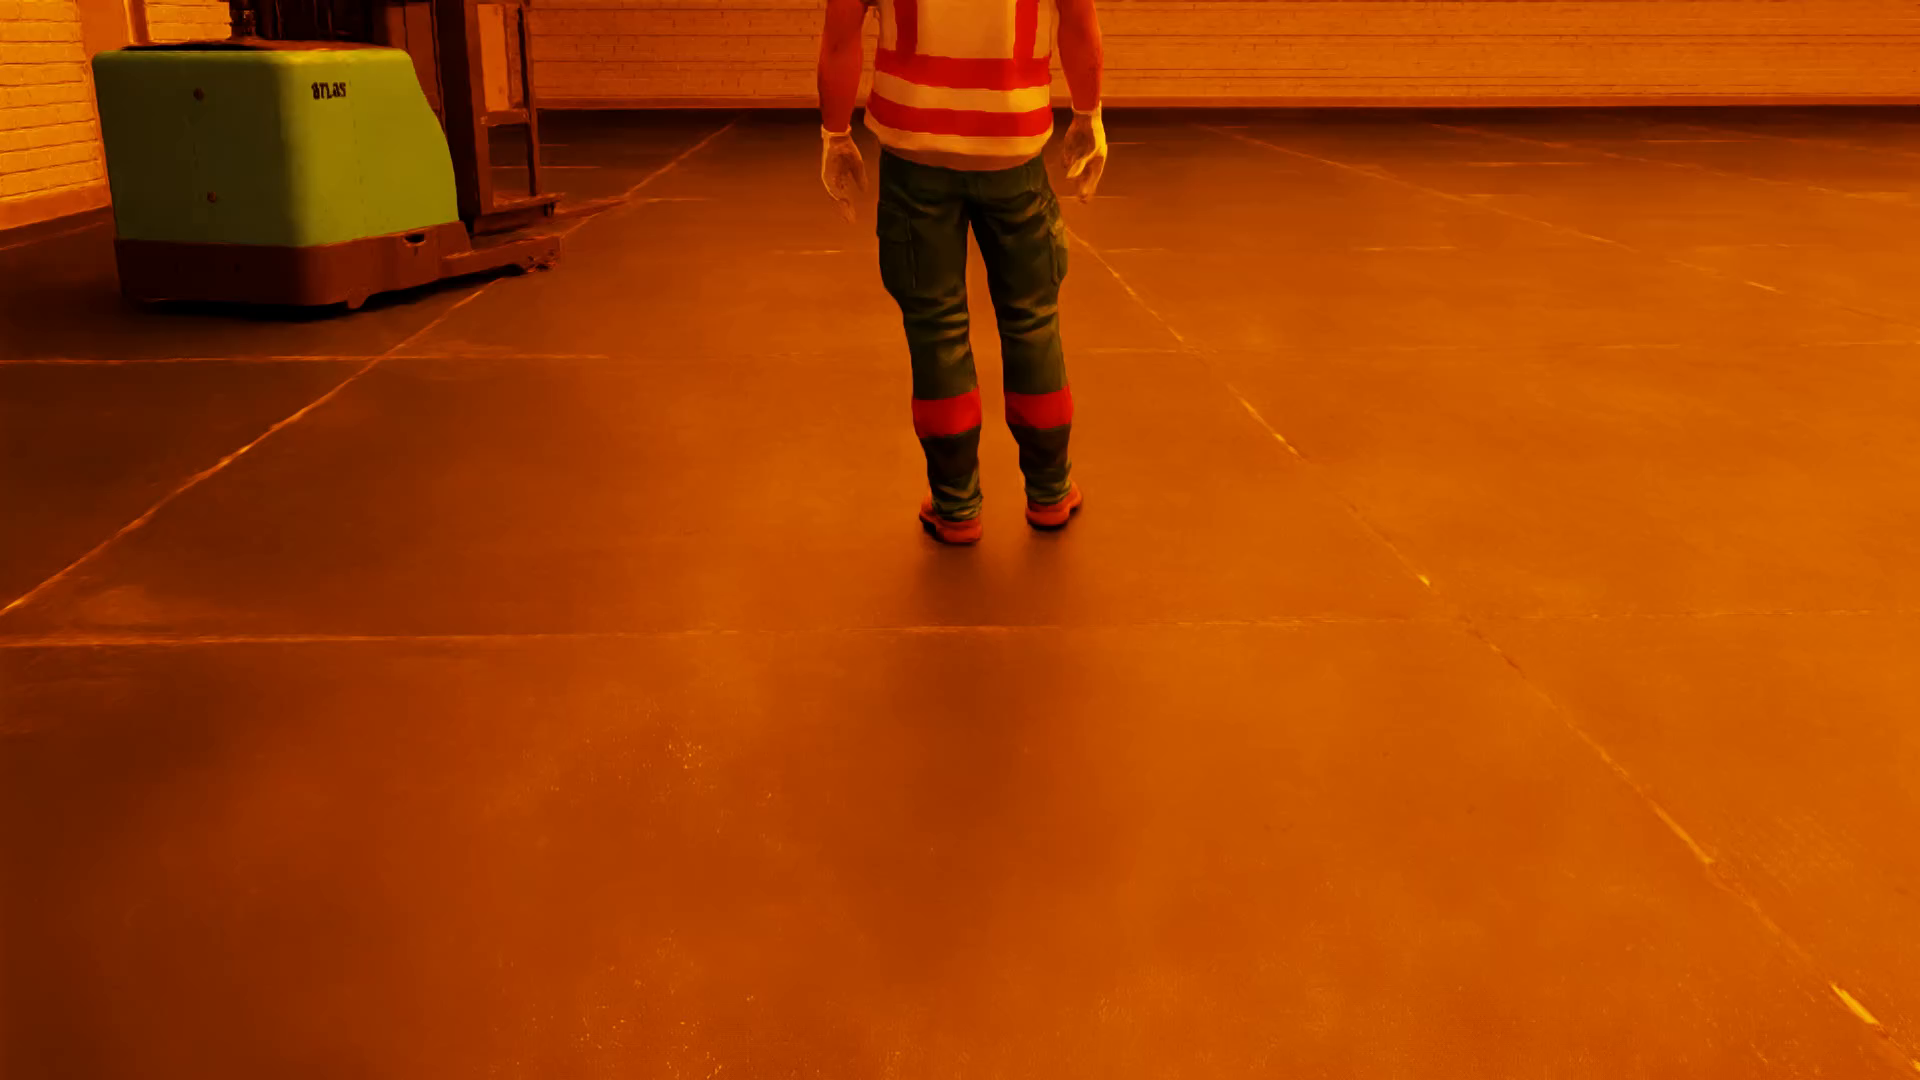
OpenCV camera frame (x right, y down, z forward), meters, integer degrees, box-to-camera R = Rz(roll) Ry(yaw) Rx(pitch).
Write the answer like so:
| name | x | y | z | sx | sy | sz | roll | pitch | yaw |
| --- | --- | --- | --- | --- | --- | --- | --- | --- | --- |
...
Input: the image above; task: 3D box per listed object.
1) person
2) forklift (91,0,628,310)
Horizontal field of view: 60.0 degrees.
| name | x | y | z | sx | sy | sz | roll | pitch | yaw |
| --- | --- | --- | --- | --- | --- | --- | --- | --- | --- |
| person | 0.007 | -0.886 | 3.732 | 0.637 | 1.787 | 0.563 | -1 | 17 | -3 |
| forklift | -2.670 | -2.751 | 7.900 | 1.130 | 2.935 | 3.031 | 5 | 18 | 16 |
